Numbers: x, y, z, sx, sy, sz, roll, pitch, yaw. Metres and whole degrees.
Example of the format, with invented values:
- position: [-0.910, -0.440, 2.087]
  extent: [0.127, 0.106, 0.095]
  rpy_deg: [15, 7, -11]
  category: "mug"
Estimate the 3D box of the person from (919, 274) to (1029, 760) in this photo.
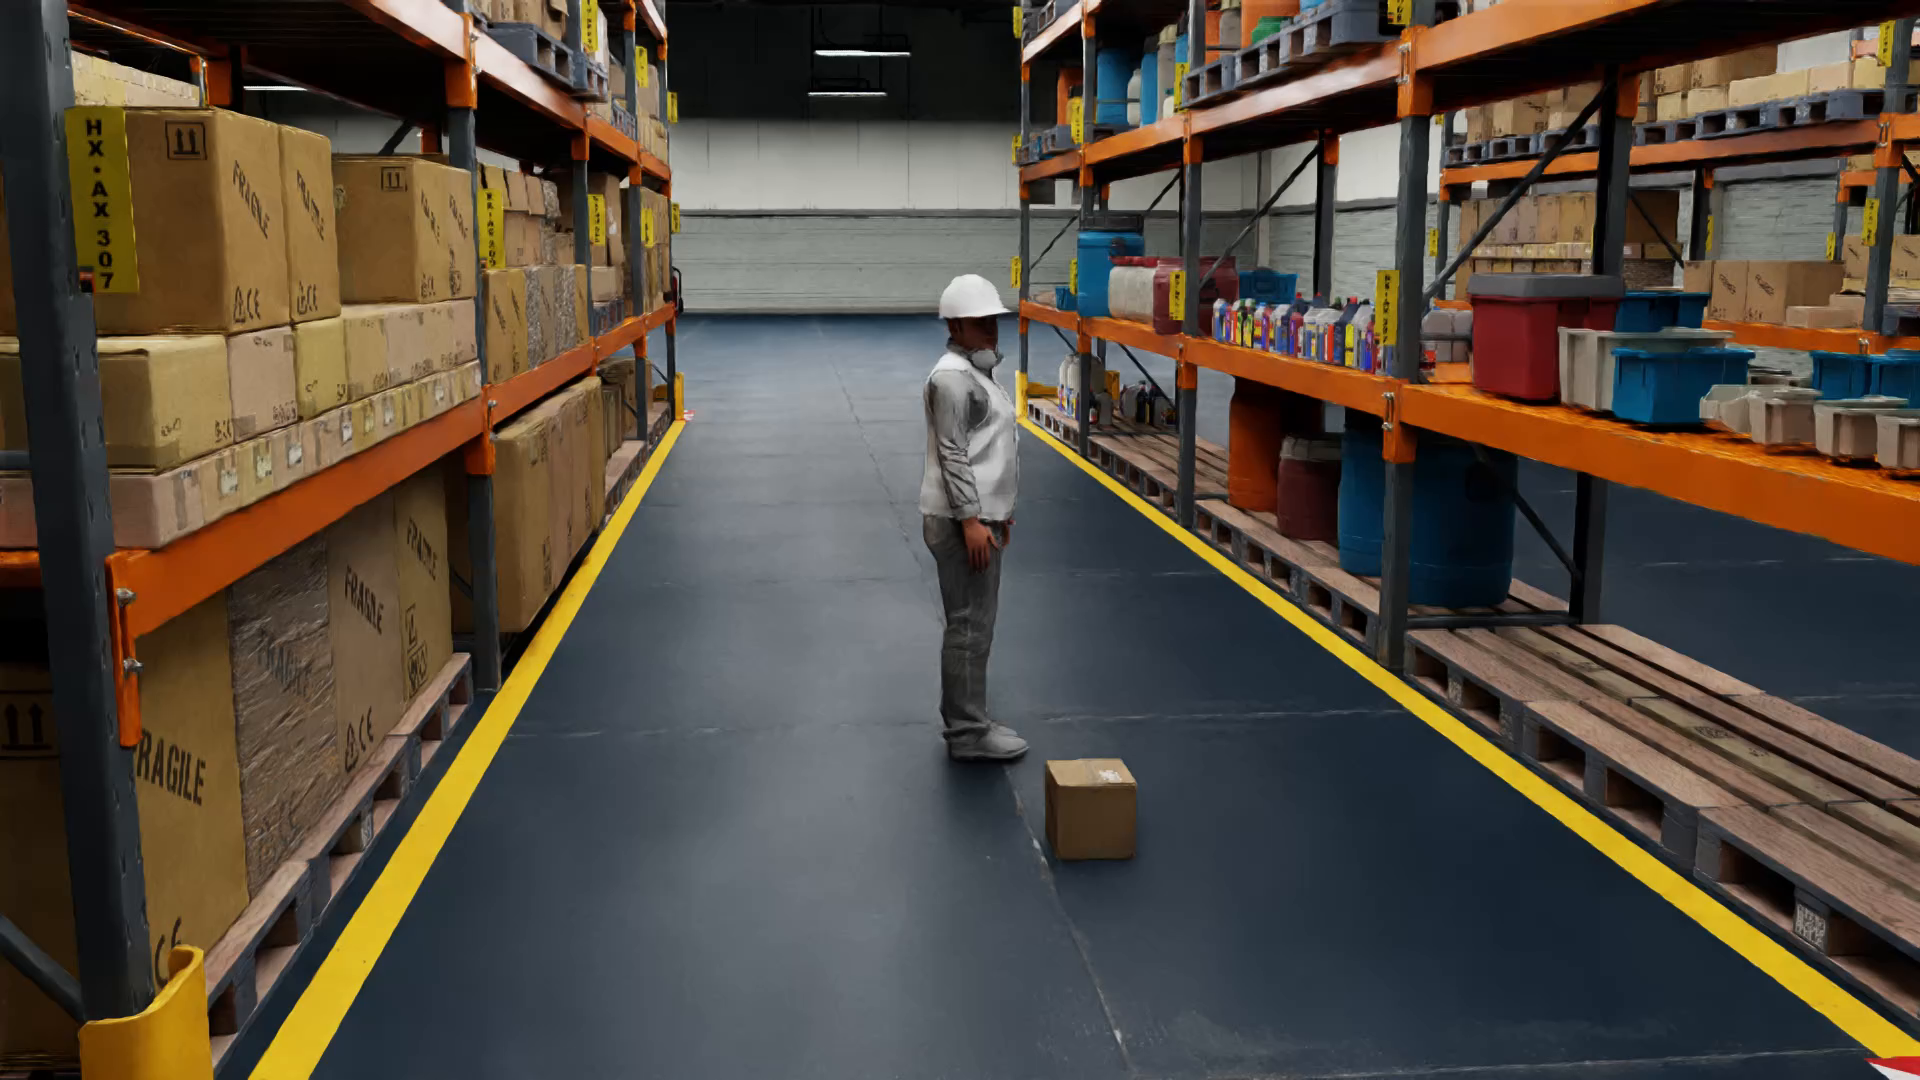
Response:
- position: [0.061, -0.068, 6.184]
  extent: [0.415, 1.818, 0.587]
  rpy_deg: [2, 10, 9]
  category: "person"
